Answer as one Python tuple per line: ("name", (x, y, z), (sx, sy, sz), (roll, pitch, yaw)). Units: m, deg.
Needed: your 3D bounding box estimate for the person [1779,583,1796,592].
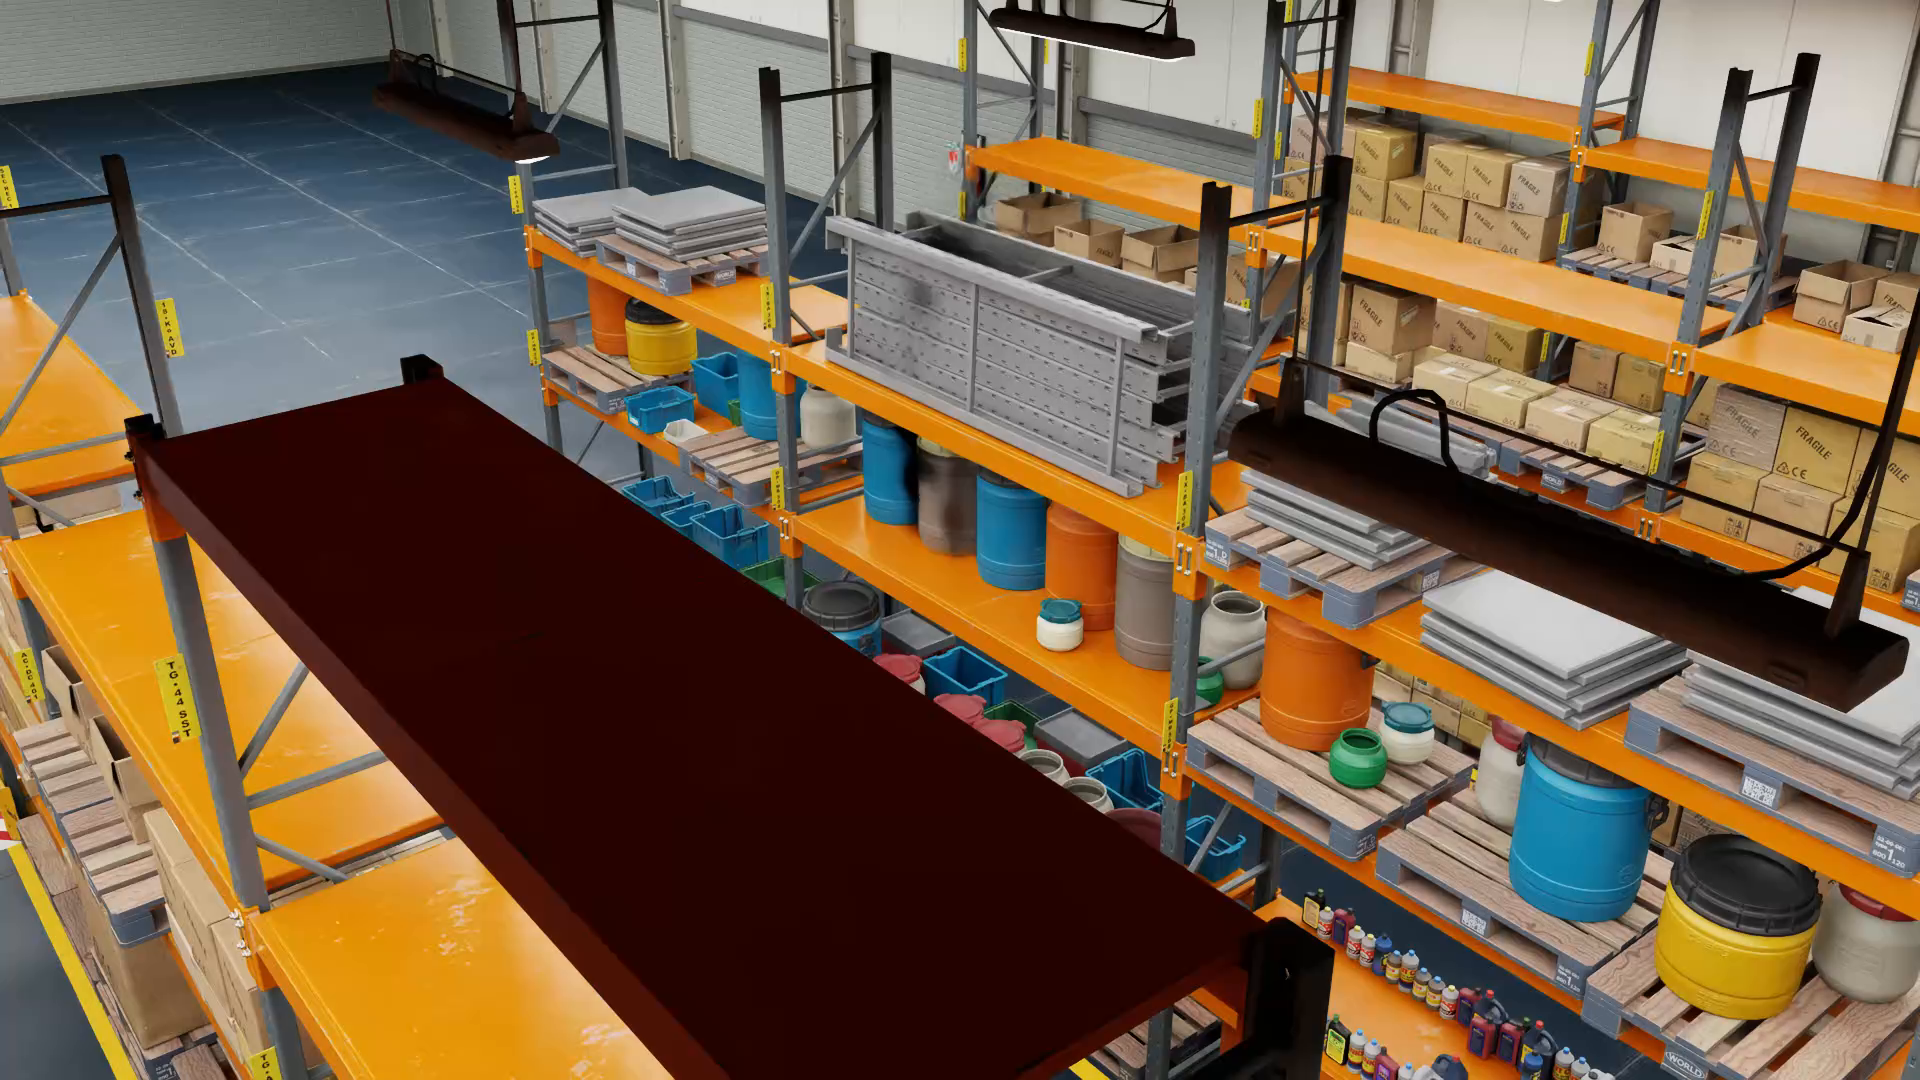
("person", (7.501, 0.670, 14.897), (0.778, 1.726, 0.599), (21, 33, 36))
